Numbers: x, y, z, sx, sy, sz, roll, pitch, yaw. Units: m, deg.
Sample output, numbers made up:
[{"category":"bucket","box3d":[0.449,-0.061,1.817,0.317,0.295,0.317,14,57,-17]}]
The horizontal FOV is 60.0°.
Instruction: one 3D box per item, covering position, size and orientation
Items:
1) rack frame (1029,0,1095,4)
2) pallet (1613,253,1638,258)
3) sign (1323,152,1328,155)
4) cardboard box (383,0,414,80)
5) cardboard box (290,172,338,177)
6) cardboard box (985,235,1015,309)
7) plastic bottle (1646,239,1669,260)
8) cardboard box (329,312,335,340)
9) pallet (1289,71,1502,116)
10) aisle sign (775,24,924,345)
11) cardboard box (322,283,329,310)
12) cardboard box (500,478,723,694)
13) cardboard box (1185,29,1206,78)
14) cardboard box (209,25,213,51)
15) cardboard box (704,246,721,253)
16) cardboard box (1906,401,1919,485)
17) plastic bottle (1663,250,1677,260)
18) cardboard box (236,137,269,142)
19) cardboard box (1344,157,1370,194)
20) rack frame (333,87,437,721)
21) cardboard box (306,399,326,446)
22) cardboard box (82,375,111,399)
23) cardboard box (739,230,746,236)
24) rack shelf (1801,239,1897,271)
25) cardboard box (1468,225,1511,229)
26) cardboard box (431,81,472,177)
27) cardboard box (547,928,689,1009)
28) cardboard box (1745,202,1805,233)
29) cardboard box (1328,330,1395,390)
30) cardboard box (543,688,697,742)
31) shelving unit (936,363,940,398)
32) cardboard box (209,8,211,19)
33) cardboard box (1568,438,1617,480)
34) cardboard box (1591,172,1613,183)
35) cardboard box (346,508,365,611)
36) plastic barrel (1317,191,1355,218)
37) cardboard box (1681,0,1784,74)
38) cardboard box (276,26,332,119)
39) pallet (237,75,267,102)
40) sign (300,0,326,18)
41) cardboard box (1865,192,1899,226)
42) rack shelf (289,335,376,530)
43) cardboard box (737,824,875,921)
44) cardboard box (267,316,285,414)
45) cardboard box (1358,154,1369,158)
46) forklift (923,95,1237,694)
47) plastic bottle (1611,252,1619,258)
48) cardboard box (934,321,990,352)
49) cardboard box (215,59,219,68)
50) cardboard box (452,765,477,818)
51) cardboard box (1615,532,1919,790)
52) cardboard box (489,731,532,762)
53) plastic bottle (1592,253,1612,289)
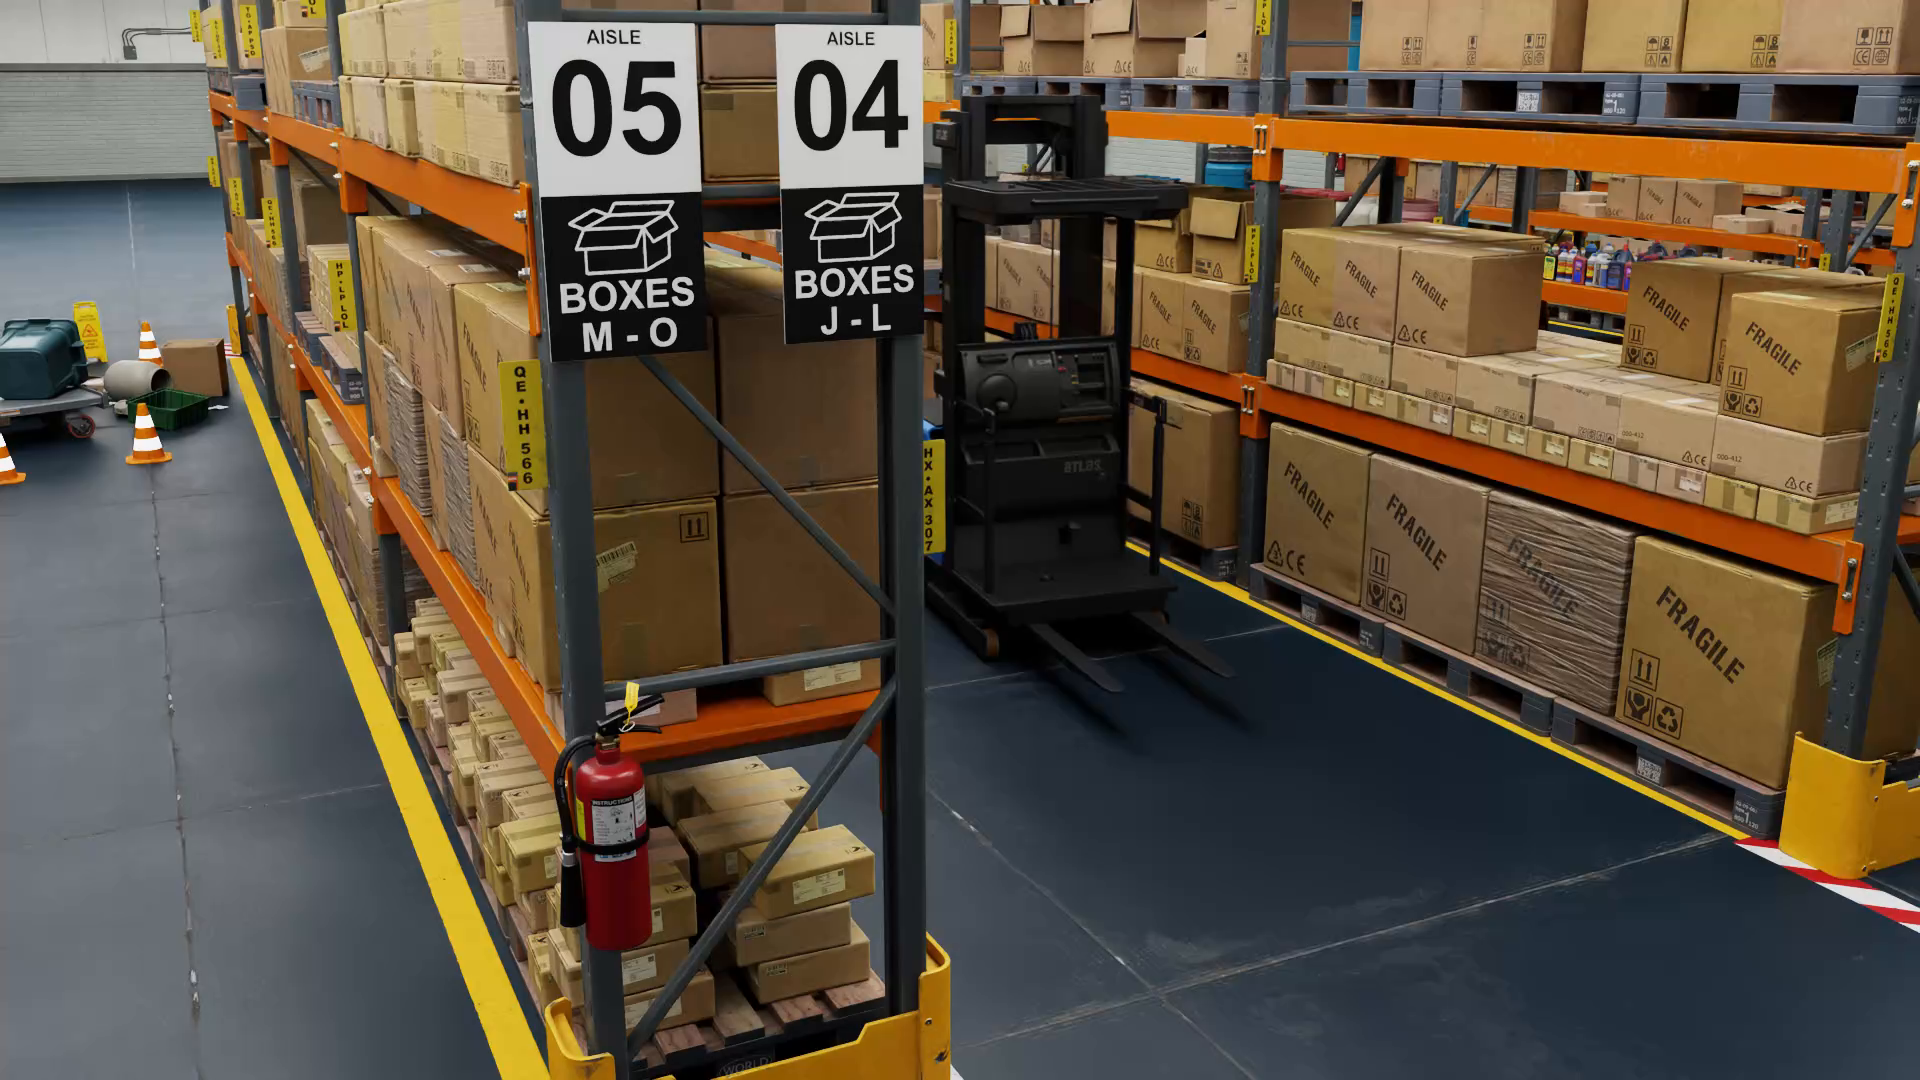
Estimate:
[{"category":"rack frame","box3d":[1.371,-7.661,21.632,1.000,3.000,0.127,-8,18,-25]},{"category":"pallet","box3d":[10.634,-4.409,26.233,1.003,0.211,1.213,-8,18,-25]},{"category":"sign","box3d":[5.324,-5.763,24.183,0.100,0.325,0.005,-8,18,-25]},{"category":"cardboard box","box3d":[-1.663,-1.711,5.702,0.500,0.250,0.500,-9,18,-27]},{"category":"cardboard box","box3d":[-4.717,-2.514,12.579,0.700,0.500,0.500,-8,18,-26]},{"category":"cardboard box","box3d":[0.392,-2.090,12.913,0.500,0.500,0.500,-7,17,-23]},{"category":"plastic bottle","box3d":[5.970,-2.393,14.241,0.144,0.351,0.185,-8,18,-25]},{"category":"cardboard box","box3d":[-3.591,-1.301,10.039,0.380,0.149,0.250,-7,17,-23]},{"category":"pallet","box3d":[2.525,-2.398,8.892,1.003,0.211,1.213,-8,18,-25]},{"category":"aisle sign","box3d":[-0.273,-0.905,4.252,0.394,0.787,0.004,-8,18,-25]},{"category":"cardboard box","box3d":[-3.697,-1.505,10.213,0.380,0.149,0.250,-8,18,-25]},{"category":"cardboard box","box3d":[-1.003,0.092,4.773,0.500,0.500,0.500,-7,18,-24]},{"category":"cardboard box","box3d":[1.776,-3.087,10.532,0.500,0.311,0.500,-8,18,-27]},{"category":"cardboard box","box3d":[-6.939,-4.841,16.034,0.500,0.250,0.500,-8,18,-25]},{"category":"cardboard box","box3d":[-1.194,-0.834,6.186,0.500,0.500,0.500,-8,18,-27]},{"category":"cardboard box","box3d":[3.961,-0.434,7.057,0.500,0.250,0.500,-8,18,-26]},{"category":"plastic bottle","box3d":[6.022,-2.319,14.105,0.061,0.283,0.133,-8,18,-25]},{"category":"cardboard box","box3d":[-6.660,-3.703,16.485,0.875,0.550,0.500,-8,18,-25]},{"category":"cardboard box","box3d":[6.018,-5.306,24.120,0.700,0.500,0.500,-8,18,-25]},{"category":"rack frame","box3d":[-2.327,-0.629,8.004,1.000,3.000,0.127,-8,18,-25]},{"category":"cardboard box","box3d":[-3.995,-0.781,10.946,0.500,0.250,0.500,-9,18,-27]},{"category":"cardboard box","box3d":[-8.241,-1.502,16.003,0.396,0.266,0.258,-5,17,-15]},{"category":"cardboard box","box3d":[-2.190,-3.400,18.115,0.380,0.149,0.250,-8,18,-25]},{"category":"rack shelf","box3d":[10.206,-2.549,16.001,1.077,0.370,4.000,-8,18,-25]},{"category":"cardboard box","box3d":[7.218,-4.024,22.700,0.500,0.500,0.500,-8,18,-25]},{"category":"cardboard box","box3d":[-1.242,-1.213,4.874,0.500,0.250,0.500,-8,18,-25]},{"category":"cardboard box","box3d":[-1.063,1.292,5.178,0.380,0.149,0.250,-8,18,-26]},{"category":"cardboard box","box3d":[9.112,-3.593,18.496,0.500,0.311,0.500,-8,18,-26]},{"category":"cardboard box","box3d":[2.360,-1.002,9.037,0.500,0.250,0.500,-8,18,-25]},{"category":"cardboard box","box3d":[-0.972,0.437,4.745,0.380,0.149,0.250,-8,18,-25]},{"category":"shelving unit","box3d":[-0.006,-0.580,11.098,0.258,1.200,0.189,-8,18,-25]},{"category":"cardboard box","box3d":[-6.944,-4.995,15.849,0.380,0.149,0.250,-7,18,-24]},{"category":"cardboard box","box3d":[3.027,-0.392,7.634,0.380,0.149,0.250,-8,18,-26]},{"category":"cardboard box","box3d":[10.205,-5.752,26.094,0.500,0.250,0.500,-8,18,-27]},{"category":"cardboard box","box3d":[-3.102,0.091,9.268,0.500,0.500,0.500,-8,18,-26]},{"category":"plastic barrel","box3d":[3.856,-3.298,17.058,0.433,0.535,0.433,0,16,0]},{"category":"cardboard box","box3d":[3.514,-2.228,7.013,0.700,0.500,0.500,-8,18,-27]},{"category":"cardboard box","box3d":[-3.619,-2.690,9.568,0.500,0.500,0.500,-8,18,-25]},{"category":"pallet","box3d":[-4.902,-3.402,12.571,1.003,0.211,1.213,-7,17,-22]},{"category":"sign","box3d":[-2.824,-2.440,7.228,0.100,0.325,0.005,-8,18,-25]},{"category":"cardboard box","box3d":[9.707,-3.498,17.061,0.500,0.500,0.700,15,22,42]},{"category":"rack shelf","box3d":[-3.203,-0.779,9.831,1.077,0.370,4.000,-8,18,-25]},{"category":"cardboard box","box3d":[-0.499,1.075,5.397,0.380,0.149,0.250,-9,18,-27]},{"category":"cardboard box","box3d":[-5.479,-1.590,14.670,1.050,0.750,0.750,-8,18,-25]},{"category":"cardboard box","box3d":[5.922,-5.546,23.782,0.380,0.149,0.250,-8,18,-26]},{"category":"forklift","box3d":[0.528,-0.892,9.047,1.130,2.935,3.031,-6,17,-19]},{"category":"plastic bottle","box3d":[5.785,-2.441,14.677,0.097,0.201,0.097,0,16,0]},{"category":"cardboard box","box3d":[0.103,-1.728,14.208,0.500,0.250,0.500,-7,17,-23]},{"category":"cardboard box","box3d":[-6.838,-4.551,15.746,0.380,0.149,0.250,-8,18,-25]},{"category":"cardboard box","box3d":[-1.851,0.986,6.785,0.380,0.149,0.250,-8,18,-26]},{"category":"cardboard box","box3d":[3.576,0.459,7.303,0.875,0.875,0.875,-8,18,-25]},{"category":"cardboard box","box3d":[-1.561,0.816,6.297,0.380,0.149,0.250,-8,18,-27]},{"category":"plastic bottle","box3d":[5.382,-2.244,13.856,0.152,0.276,0.135,-8,18,-25]}]
